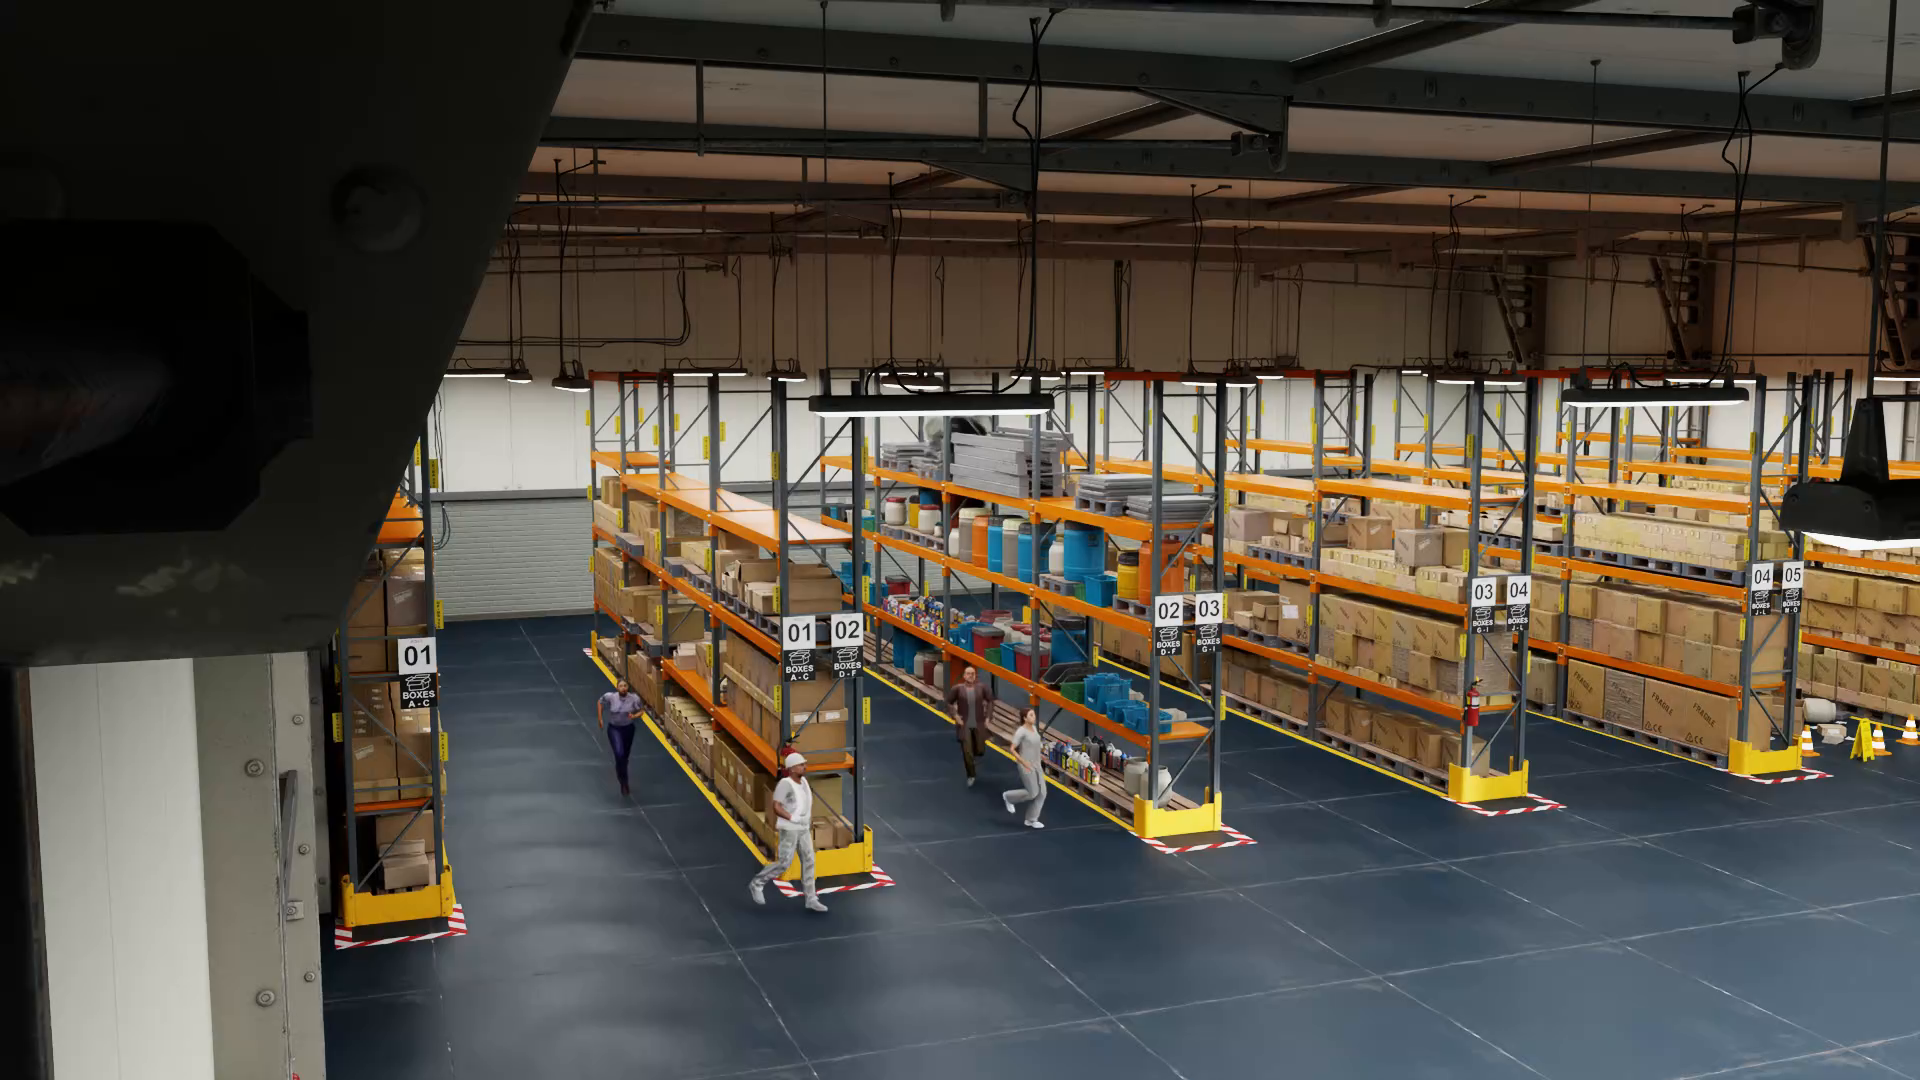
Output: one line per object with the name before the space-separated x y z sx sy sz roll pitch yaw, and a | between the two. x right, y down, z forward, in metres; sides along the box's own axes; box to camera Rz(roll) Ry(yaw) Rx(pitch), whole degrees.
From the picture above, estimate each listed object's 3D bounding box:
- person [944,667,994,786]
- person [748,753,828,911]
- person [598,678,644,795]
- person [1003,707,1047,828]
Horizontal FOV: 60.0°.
person | 0.145 2.732 24.677 0.742 1.733 0.714 -1 6 -9
person | -1.880 3.318 19.082 0.984 1.747 0.743 3 7 24
person | -4.943 2.832 24.271 0.627 1.683 0.860 -3 7 -22
person | 0.888 3.038 22.373 0.624 1.629 0.569 5 8 39
